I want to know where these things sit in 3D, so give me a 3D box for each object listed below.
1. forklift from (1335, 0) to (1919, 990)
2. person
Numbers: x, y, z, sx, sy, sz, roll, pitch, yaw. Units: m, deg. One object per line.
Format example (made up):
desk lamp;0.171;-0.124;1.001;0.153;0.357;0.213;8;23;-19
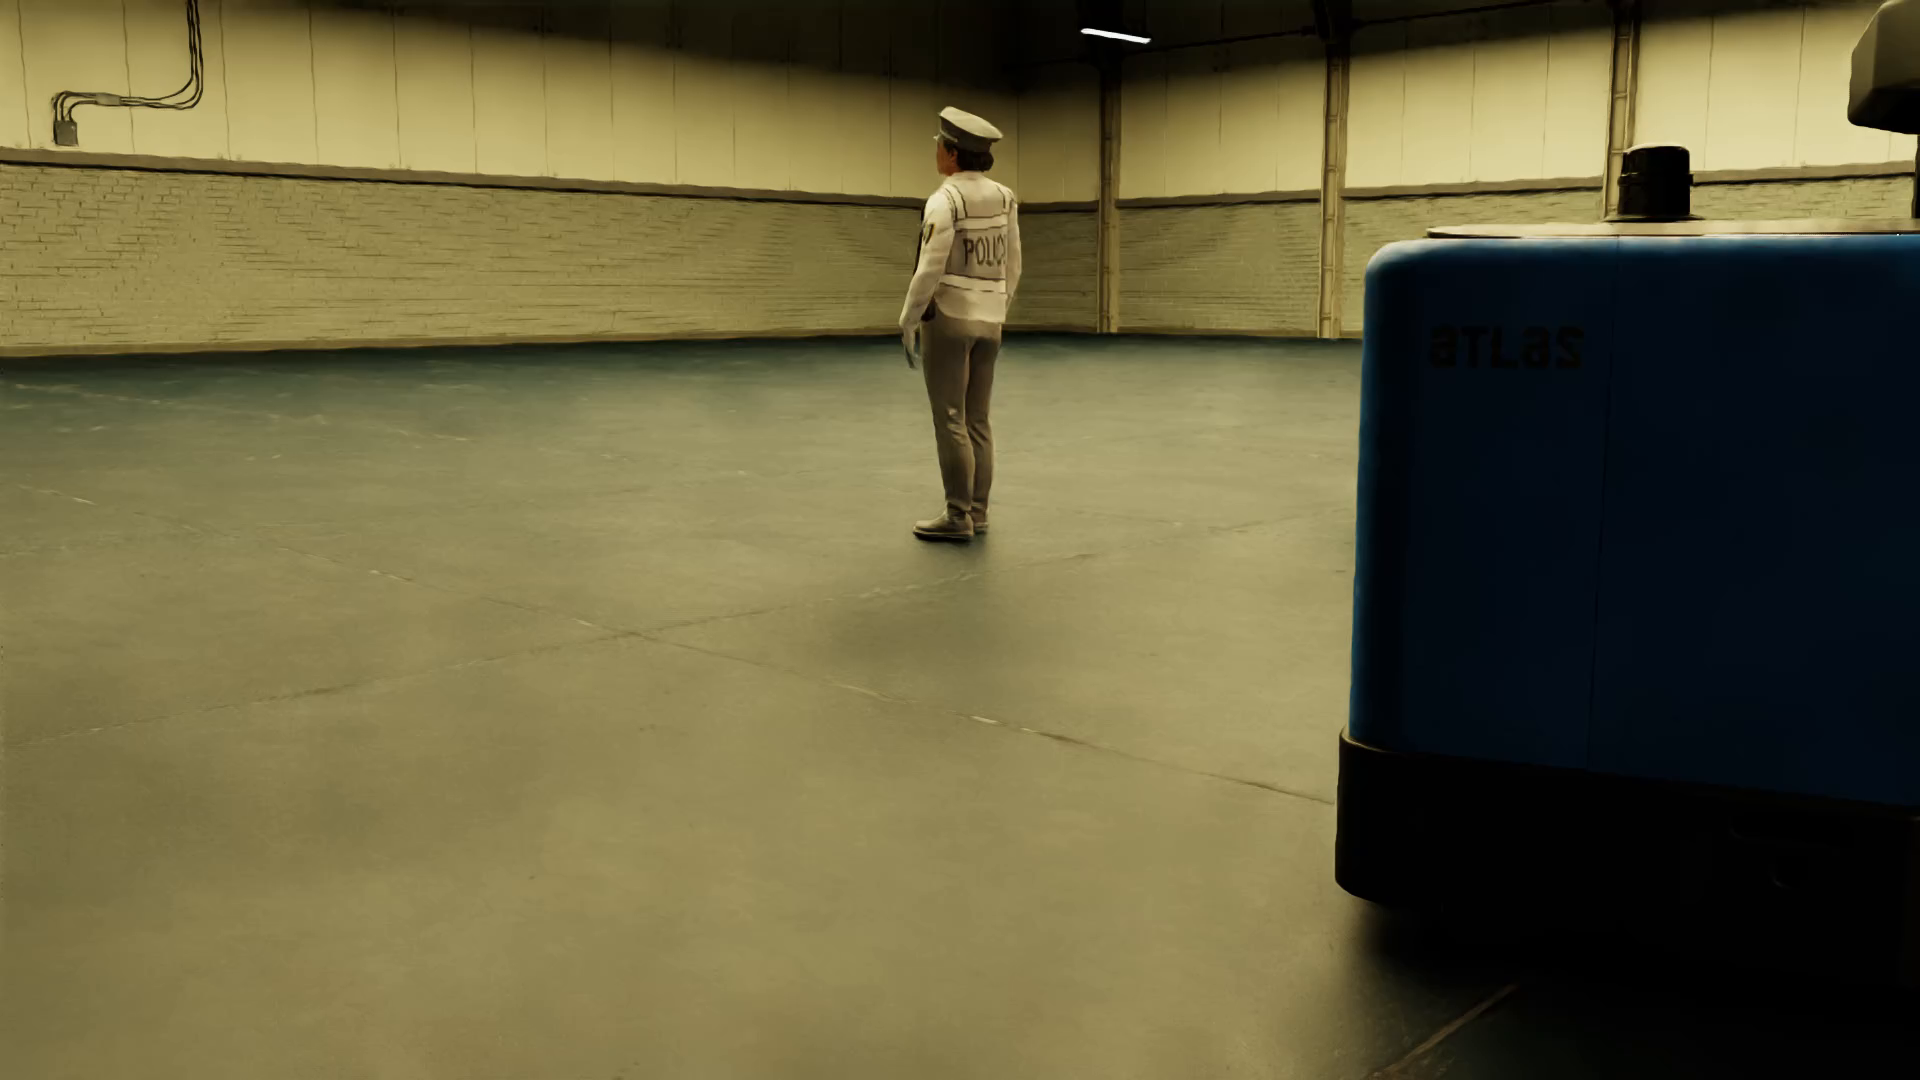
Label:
forklift;2.158;-0.807;2.231;3.031;2.935;1.130;4;9;24
person;-0.044;-0.853;6.642;0.532;1.695;0.586;8;12;43
